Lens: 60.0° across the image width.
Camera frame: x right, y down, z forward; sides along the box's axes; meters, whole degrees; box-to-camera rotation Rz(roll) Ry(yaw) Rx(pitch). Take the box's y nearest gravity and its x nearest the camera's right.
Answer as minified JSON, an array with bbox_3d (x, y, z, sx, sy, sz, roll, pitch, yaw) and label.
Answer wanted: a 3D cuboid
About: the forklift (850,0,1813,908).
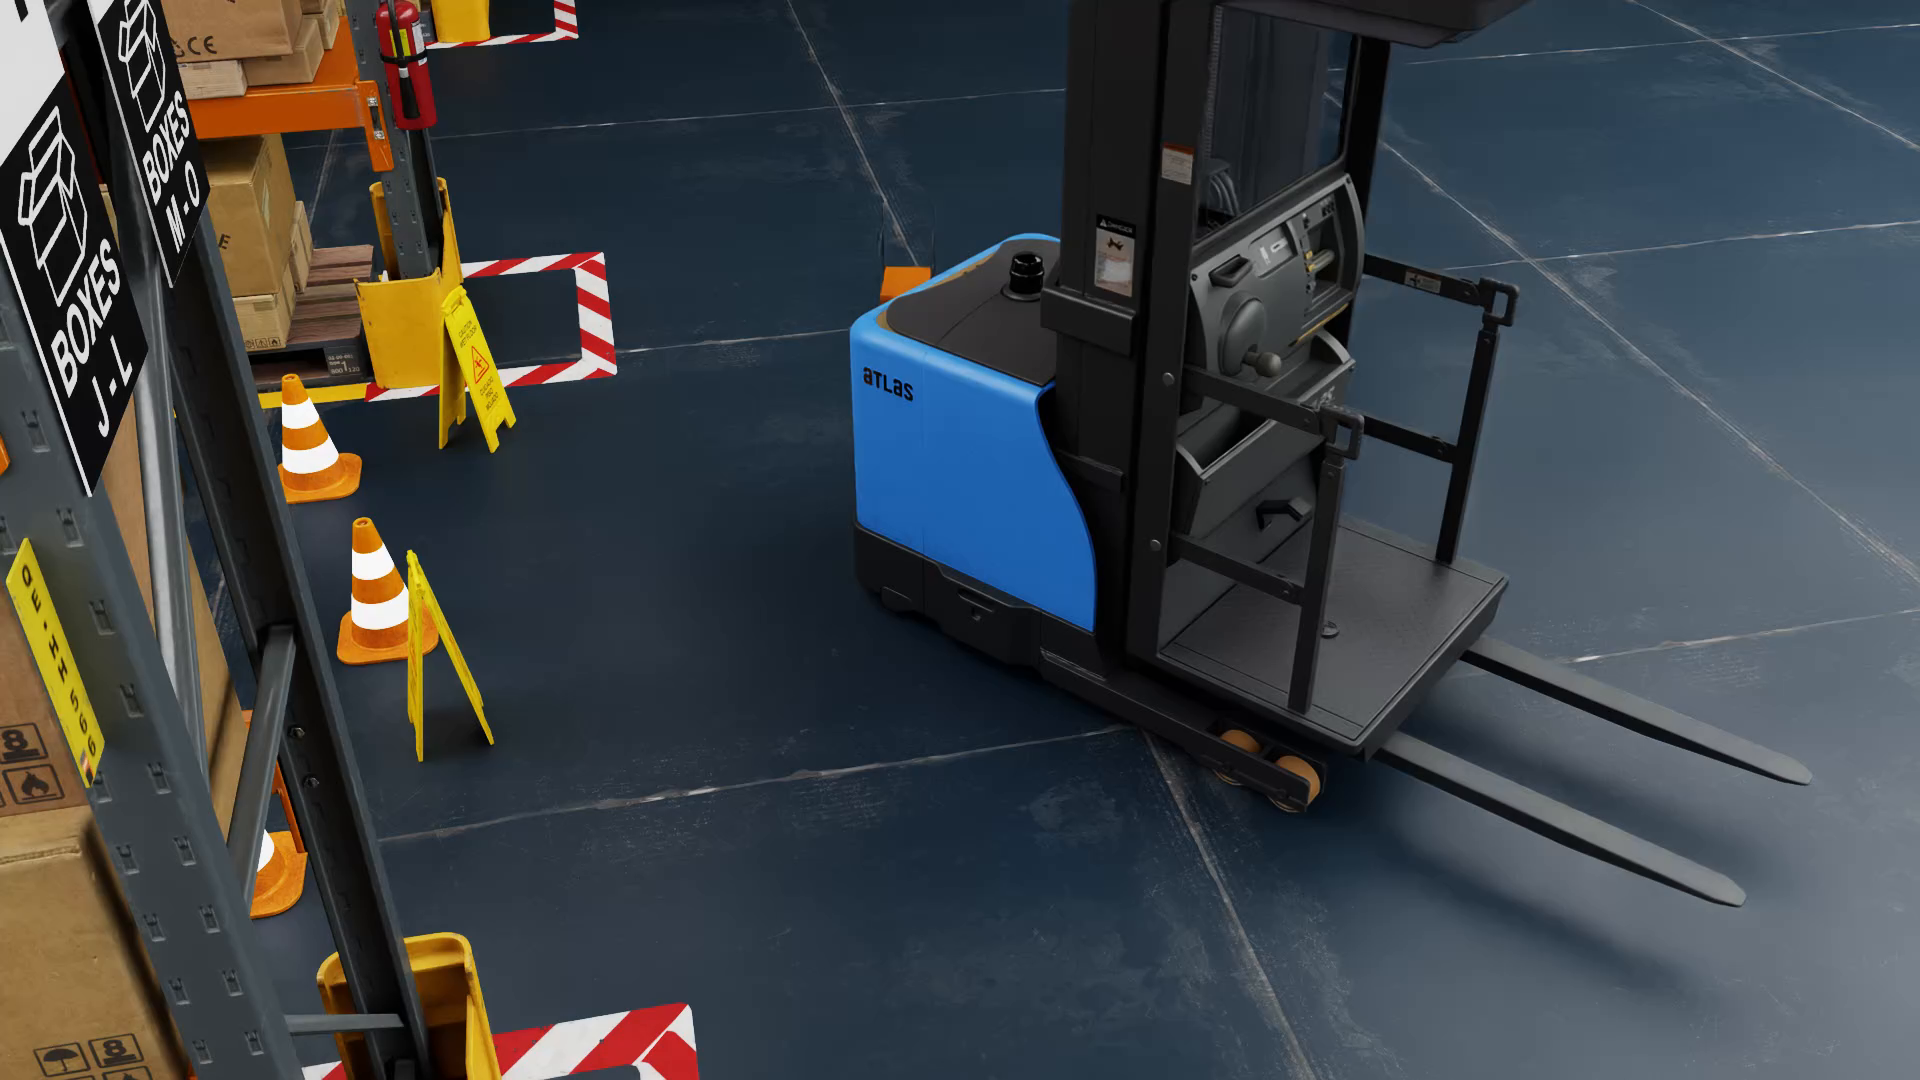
[{"bbox_3d":[1.092,-0.731,4.710,3.031,2.935,1.130,24,41,31],"label":"forklift"}]

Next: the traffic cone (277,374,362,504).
[{"bbox_3d":[-2.555,-0.432,6.478,0.334,0.463,0.336,-7,35,-11],"label":"traffic cone"}]

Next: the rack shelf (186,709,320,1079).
[{"bbox_3d":[-3.181,0.983,2.738,4.000,0.370,1.077,-7,35,-11],"label":"rack shelf"}]

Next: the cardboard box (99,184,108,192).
[{"bbox_3d":[-3.487,-1.531,6.675,0.250,0.149,0.380,-6,34,-9],"label":"cardboard box"}]

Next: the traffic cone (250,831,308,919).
[{"bbox_3d":[-2.061,0.786,4.664,0.334,0.463,0.336,-7,35,-11],"label":"traffic cone"}]

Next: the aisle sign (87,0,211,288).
[{"bbox_3d":[-1.227,-0.812,2.436,0.004,0.787,0.394,-7,35,-11],"label":"aisle sign"}]

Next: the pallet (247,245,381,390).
[{"bbox_3d":[-3.295,-0.991,7.538,1.213,0.211,1.003,-7,35,-11],"label":"pallet"}]

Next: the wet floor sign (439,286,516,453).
[{"bbox_3d":[-1.999,-0.703,6.719,0.232,0.644,0.267,4,34,6],"label":"wet floor sign"}]

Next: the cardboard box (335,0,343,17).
[{"bbox_3d":[-4.395,-3.684,11.138,0.500,0.250,0.500,-7,35,-11],"label":"cardboard box"}]

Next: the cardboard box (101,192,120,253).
[{"bbox_3d":[-3.653,-1.277,6.879,0.500,0.500,0.500,-6,34,-9],"label":"cardboard box"}]

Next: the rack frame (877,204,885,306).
[{"bbox_3d":[-0.277,-0.621,6.098,0.006,1.200,0.240,1,34,2],"label":"rack frame"}]

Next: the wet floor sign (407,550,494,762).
[{"bbox_3d":[-1.638,0.337,5.169,0.232,0.644,0.267,-13,36,-19],"label":"wet floor sign"}]

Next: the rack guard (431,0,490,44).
[{"bbox_3d":[-3.496,-3.901,11.615,0.348,0.500,1.175,-7,35,-11],"label":"rack guard"}]

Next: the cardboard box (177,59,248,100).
[{"bbox_3d":[-2.961,-1.881,6.587,0.250,0.149,0.380,-8,35,-11],"label":"cardboard box"}]

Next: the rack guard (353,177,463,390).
[{"bbox_3d":[-2.495,-1.192,7.577,0.348,0.500,1.175,-7,35,-11],"label":"rack guard"}]

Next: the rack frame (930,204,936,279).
[{"bbox_3d":[-0.095,-0.617,6.093,0.006,1.200,0.240,1,34,2],"label":"rack frame"}]

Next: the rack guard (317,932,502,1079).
[{"bbox_3d":[-1.206,1.474,3.605,0.348,0.500,1.175,-7,35,-11],"label":"rack guard"}]

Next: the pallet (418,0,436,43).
[{"bbox_3d":[-4.256,-3.662,11.517,1.213,0.211,1.003,-7,35,-11],"label":"pallet"}]

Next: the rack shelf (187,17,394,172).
[{"bbox_3d":[-4.371,-1.694,6.729,4.000,0.370,1.077,-7,35,-11],"label":"rack shelf"}]

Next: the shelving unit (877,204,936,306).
[{"bbox_3d":[-0.186,-0.619,6.096,0.189,1.200,0.258,1,34,2],"label":"shelving unit"}]

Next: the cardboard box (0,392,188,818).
[{"bbox_3d":[-1.600,-0.047,2.525,0.550,0.550,0.875,-7,35,-11],"label":"cardboard box"}]

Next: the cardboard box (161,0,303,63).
[{"bbox_3d":[-2.889,-2.188,6.461,0.500,0.500,0.500,-8,35,-11],"label":"cardboard box"}]

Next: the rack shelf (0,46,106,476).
[{"bbox_3d":[-3.181,-0.262,1.902,4.000,0.370,1.077,-7,35,-11],"label":"rack shelf"}]

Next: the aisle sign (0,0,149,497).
[{"bbox_3d":[-1.094,-0.486,1.950,0.004,0.787,0.394,-7,35,-11],"label":"aisle sign"}]

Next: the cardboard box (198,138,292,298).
[{"bbox_3d":[-3.144,-1.343,6.977,0.500,0.500,0.500,-7,34,-10],"label":"cardboard box"}]

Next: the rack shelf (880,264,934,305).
[{"bbox_3d":[-0.186,-0.881,5.920,0.180,0.103,0.258,1,34,2],"label":"rack shelf"}]

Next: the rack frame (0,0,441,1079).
[{"bbox_3d":[-1.229,0.441,2.901,0.053,2.616,0.949,-7,35,-11],"label":"rack frame"}]

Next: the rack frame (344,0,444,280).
[{"bbox_3d":[-2.420,-2.239,6.895,0.127,3.000,1.000,-7,35,-11],"label":"rack frame"}]

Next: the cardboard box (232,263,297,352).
[{"bbox_3d":[-3.173,-1.023,7.173,0.500,0.250,0.500,-7,35,-11],"label":"cardboard box"}]

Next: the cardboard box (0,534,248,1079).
[{"bbox_3d":[-1.582,0.447,2.758,0.550,0.550,0.875,-7,35,-11],"label":"cardboard box"}]

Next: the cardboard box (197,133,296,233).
[{"bbox_3d":[-3.291,-1.631,7.406,0.500,0.500,0.500,-8,35,-12],"label":"cardboard box"}]

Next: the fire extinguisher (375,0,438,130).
[{"bbox_3d":[-2.207,-1.971,6.564,0.183,0.674,0.296,-7,35,-11],"label":"fire extinguisher"}]

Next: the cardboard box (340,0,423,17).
[{"bbox_3d":[-3.908,-3.739,11.221,0.500,0.250,0.500,-7,34,-10],"label":"cardboard box"}]

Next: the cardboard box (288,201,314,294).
[{"bbox_3d":[-3.268,-1.323,7.620,0.500,0.250,0.500,-7,35,-11],"label":"cardboard box"}]

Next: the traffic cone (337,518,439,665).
[{"bbox_3d":[-1.979,0.130,5.641,0.334,0.463,0.336,-7,35,-11],"label":"traffic cone"}]

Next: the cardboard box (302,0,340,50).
[{"bbox_3d":[-2.797,-2.205,7.070,0.250,0.149,0.380,-7,35,-10],"label":"cardboard box"}]

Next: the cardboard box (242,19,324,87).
[{"bbox_3d":[-2.738,-1.973,6.723,0.250,0.149,0.380,-6,34,-9],"label":"cardboard box"}]

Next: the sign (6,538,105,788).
[{"bbox_3d":[-1.124,0.156,2.073,0.005,0.325,0.100,-7,35,-11],"label":"sign"}]

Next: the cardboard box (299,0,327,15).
[{"bbox_3d":[-2.944,-2.497,6.922,0.500,0.500,0.500,-8,35,-11],"label":"cardboard box"}]
